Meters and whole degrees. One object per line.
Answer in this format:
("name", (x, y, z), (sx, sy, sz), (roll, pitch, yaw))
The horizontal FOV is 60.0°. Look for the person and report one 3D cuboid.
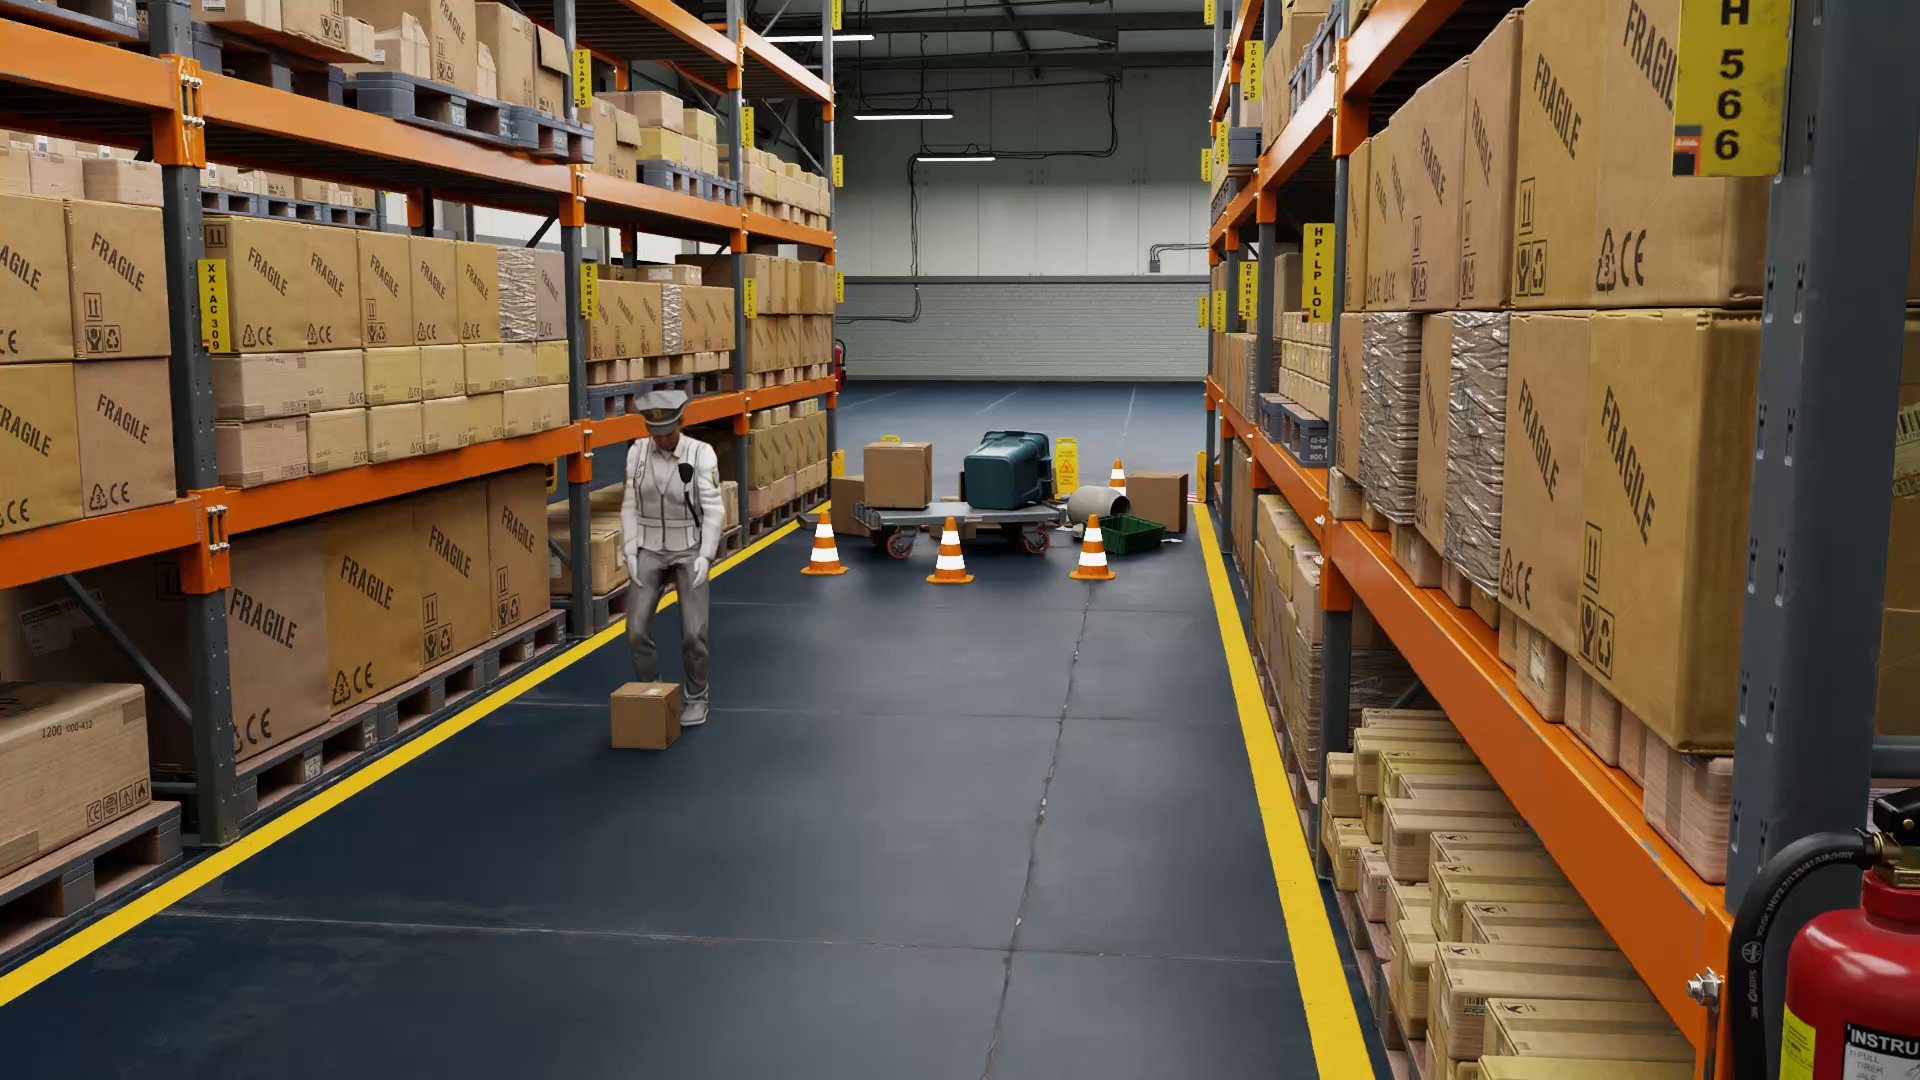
("person", (-1.369, 0.086, 7.932), (0.508, 1.603, 0.485), (1, 8, 8))
